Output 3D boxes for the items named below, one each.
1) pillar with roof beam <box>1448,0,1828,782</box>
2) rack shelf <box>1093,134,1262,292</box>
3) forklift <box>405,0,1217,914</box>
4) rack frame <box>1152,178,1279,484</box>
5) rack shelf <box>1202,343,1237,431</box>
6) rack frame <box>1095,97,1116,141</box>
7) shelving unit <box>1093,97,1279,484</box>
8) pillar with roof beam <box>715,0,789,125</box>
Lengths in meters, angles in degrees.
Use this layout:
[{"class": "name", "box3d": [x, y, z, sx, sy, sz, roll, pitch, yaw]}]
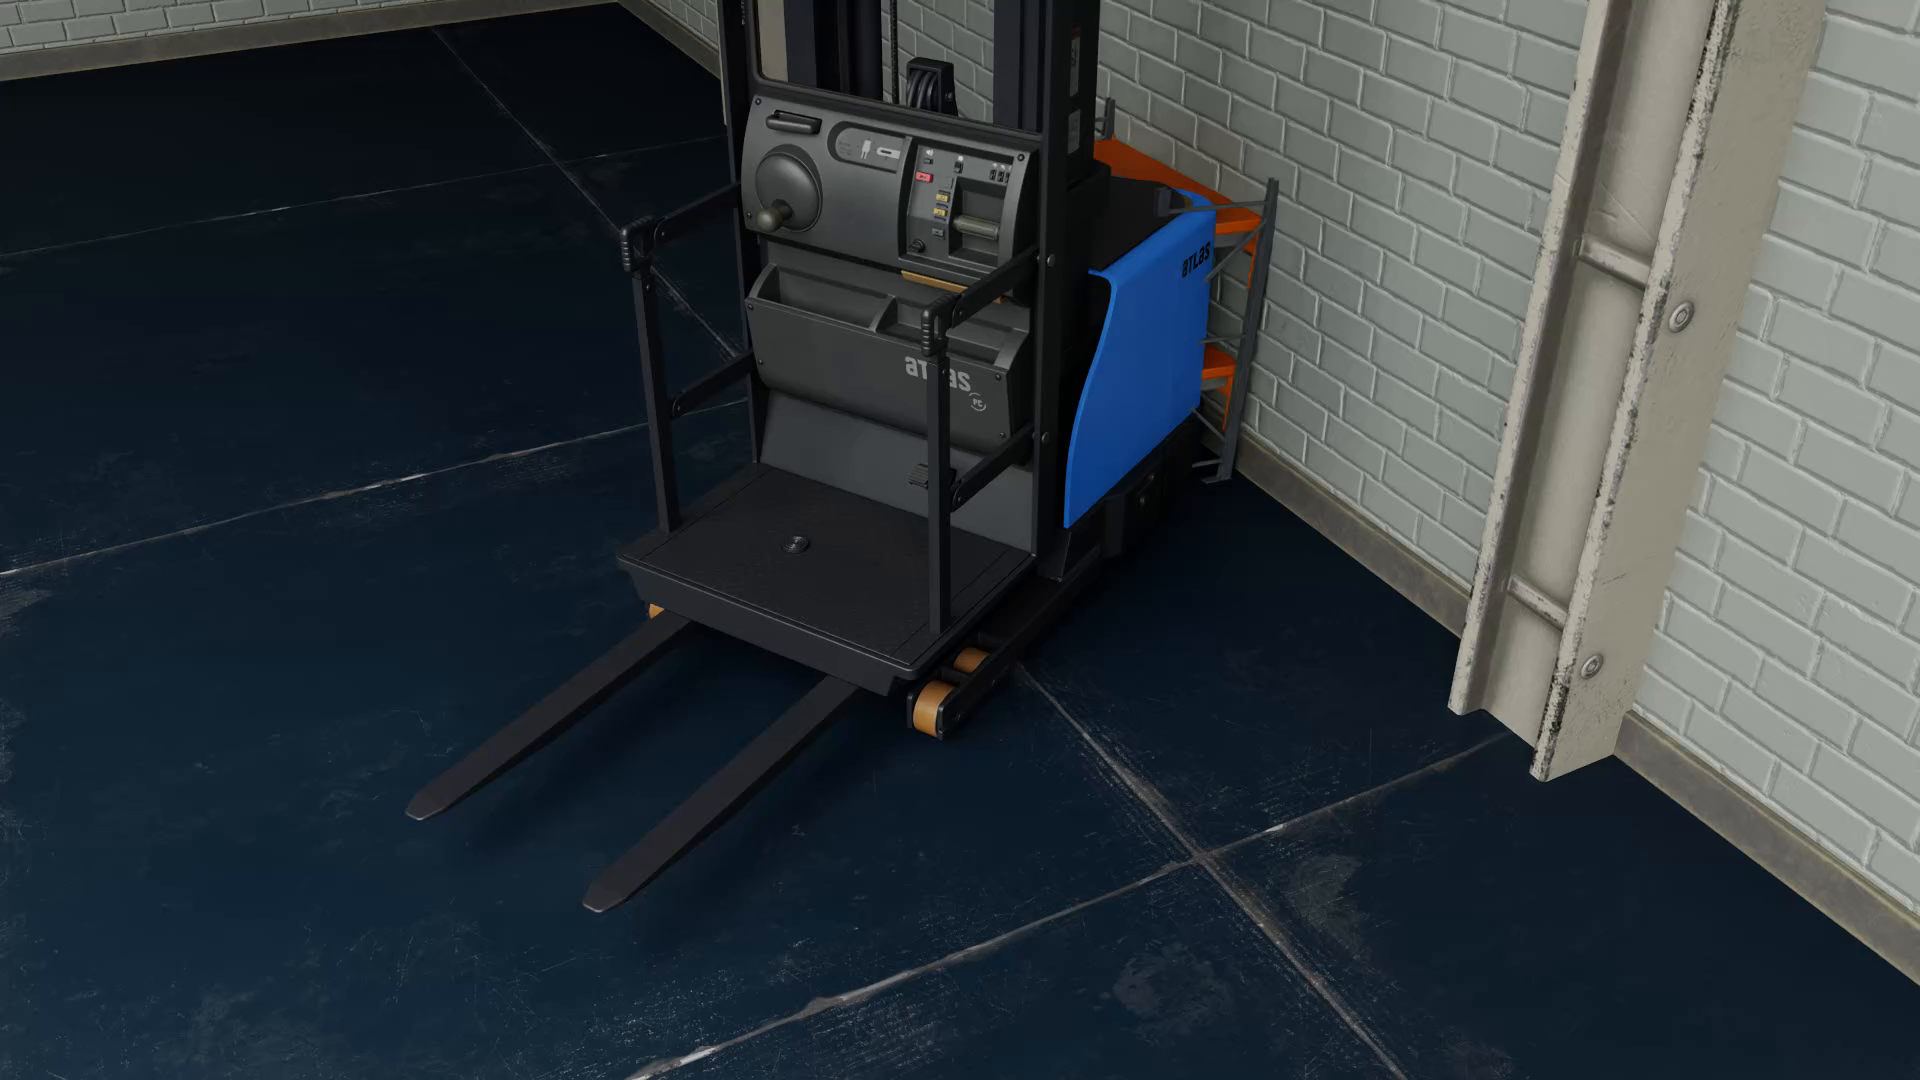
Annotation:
[{"class": "pillar with roof beam", "box3d": [-2.124, -2.156, 0.773, 9.100, 9.000, 0.400, -16, 36, -23]}, {"class": "rack shelf", "box3d": [0.595, -1.168, 5.962, 0.538, 0.278, 1.000, -11, 33, -26]}, {"class": "forklift", "box3d": [-0.335, -0.946, 4.510, 1.130, 2.935, 3.031, 19, 37, 27]}, {"class": "rack frame", "box3d": [0.810, -0.678, 5.723, 0.500, 1.125, 0.032, -11, 33, -26]}, {"class": "rack shelf", "box3d": [0.552, -0.701, 6.224, 0.538, 0.278, 1.000, -11, 33, -26]}, {"class": "rack frame", "box3d": [0.334, -1.149, 6.487, 0.500, 1.125, 0.032, -11, 33, -26]}, {"class": "shelving unit", "box3d": [0.572, -0.914, 6.105, 0.538, 1.125, 1.048, -11, 33, -26]}, {"class": "pillar with roof beam", "box3d": [-4.922, -5.019, 5.243, 9.100, 9.000, 0.400, -16, 36, -23]}]
